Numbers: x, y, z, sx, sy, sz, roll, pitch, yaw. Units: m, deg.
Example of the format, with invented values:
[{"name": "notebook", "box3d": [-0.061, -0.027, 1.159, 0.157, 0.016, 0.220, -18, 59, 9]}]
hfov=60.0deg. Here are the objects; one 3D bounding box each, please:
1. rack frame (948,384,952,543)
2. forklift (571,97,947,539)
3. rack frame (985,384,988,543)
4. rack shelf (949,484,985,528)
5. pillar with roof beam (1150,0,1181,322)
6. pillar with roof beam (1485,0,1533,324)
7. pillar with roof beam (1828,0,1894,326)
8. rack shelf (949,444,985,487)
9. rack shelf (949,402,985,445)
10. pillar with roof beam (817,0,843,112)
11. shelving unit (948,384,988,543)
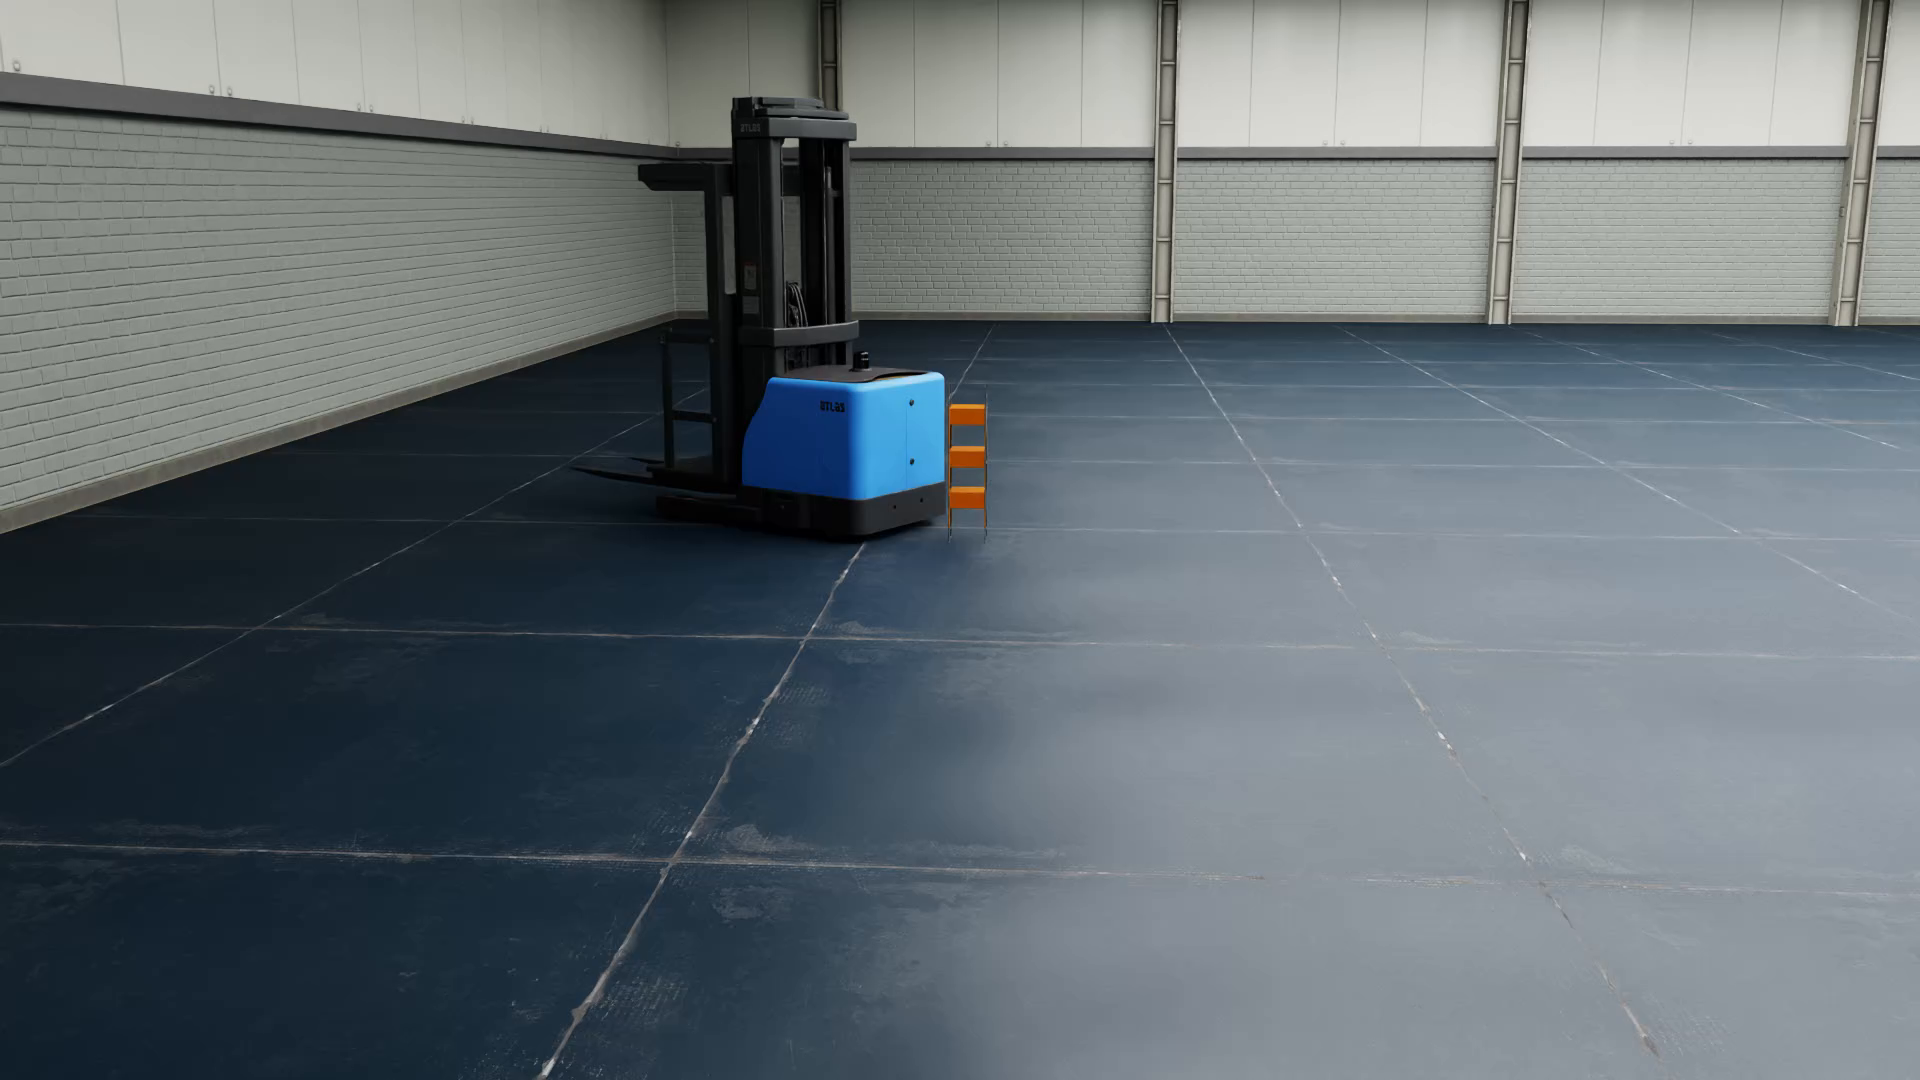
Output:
[{"name": "rack frame", "box3d": [-0.068, -0.515, 11.165, 0.008, 1.050, 0.200, 1, 12, 4]}, {"name": "forklift", "box3d": [-1.588, -1.653, 12.013, 3.031, 2.935, 1.130, 8, 14, 35]}, {"name": "rack frame", "box3d": [0.175, -0.511, 11.149, 0.008, 1.050, 0.200, 1, 12, 4]}, {"name": "rack shelf", "box3d": [0.053, -0.231, 11.216, 0.240, 0.259, 0.215, 1, 12, 4]}, {"name": "pillar with roof beam", "box3d": [3.378, -7.497, 25.129, 0.400, 9.000, 9.100, 1, 12, 4]}, {"name": "pillar with roof beam", "box3d": [9.365, -7.415, 24.737, 0.400, 9.000, 9.100, 1, 12, 4]}, {"name": "pillar with roof beam", "box3d": [15.351, -7.333, 24.344, 0.400, 9.000, 9.100, 1, 12, 4]}, {"name": "rack shelf", "box3d": [0.053, -0.503, 11.159, 0.240, 0.259, 0.215, 1, 12, 4]}, {"name": "rack shelf", "box3d": [0.053, -0.781, 11.101, 0.240, 0.259, 0.215, 1, 12, 4]}, {"name": "pillar with roof beam", "box3d": [-2.608, -7.579, 25.522, 0.400, 9.000, 9.100, 1, 12, 4]}, {"name": "shelving unit", "box3d": [0.053, -0.513, 11.157, 0.252, 1.050, 0.215, 1, 12, 4]}]
